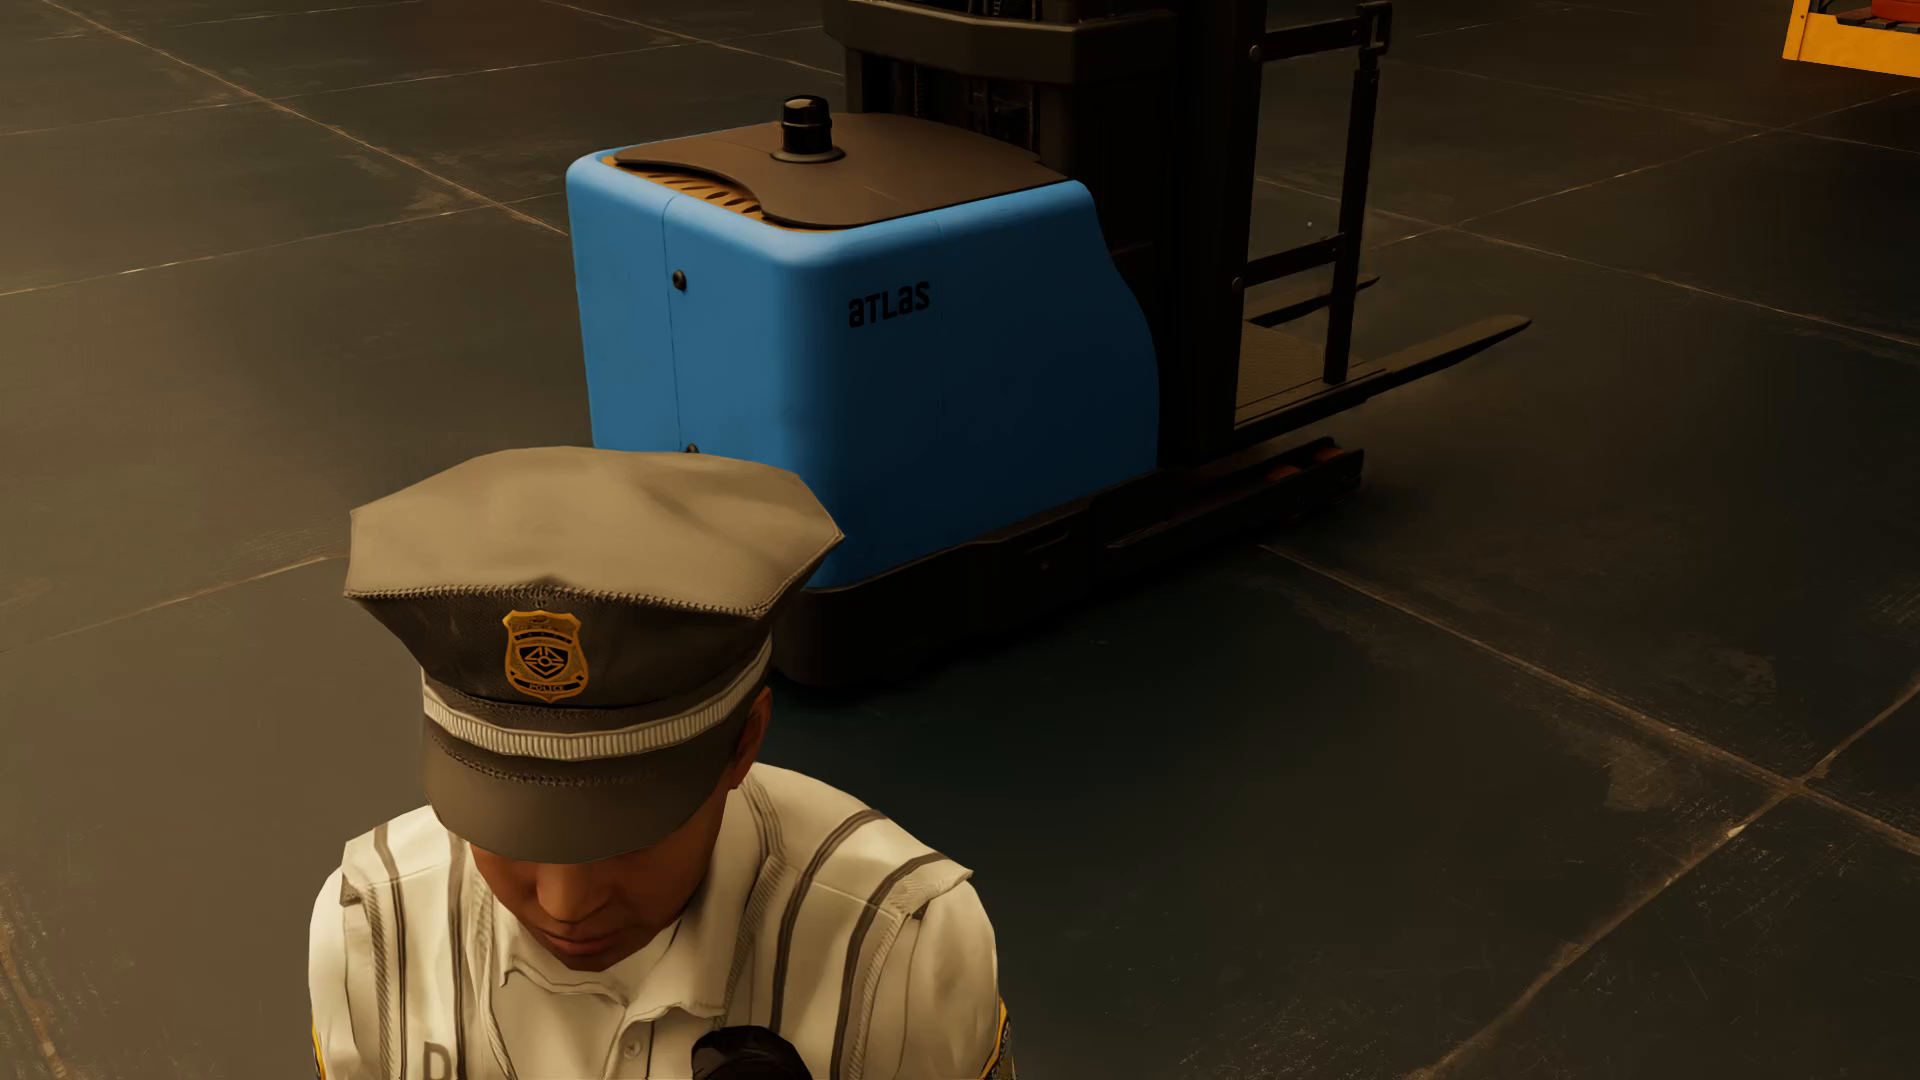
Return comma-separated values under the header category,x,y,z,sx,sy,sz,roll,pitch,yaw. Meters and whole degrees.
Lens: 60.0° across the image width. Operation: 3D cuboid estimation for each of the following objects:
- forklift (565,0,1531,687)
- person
category,x,y,z,sx,sy,sz,roll,pitch,yaw
forklift,0.506,-1.515,4.257,3.031,2.935,1.130,-21,33,-35
person,-0.199,0.692,1.243,0.531,1.665,0.371,2,26,3
